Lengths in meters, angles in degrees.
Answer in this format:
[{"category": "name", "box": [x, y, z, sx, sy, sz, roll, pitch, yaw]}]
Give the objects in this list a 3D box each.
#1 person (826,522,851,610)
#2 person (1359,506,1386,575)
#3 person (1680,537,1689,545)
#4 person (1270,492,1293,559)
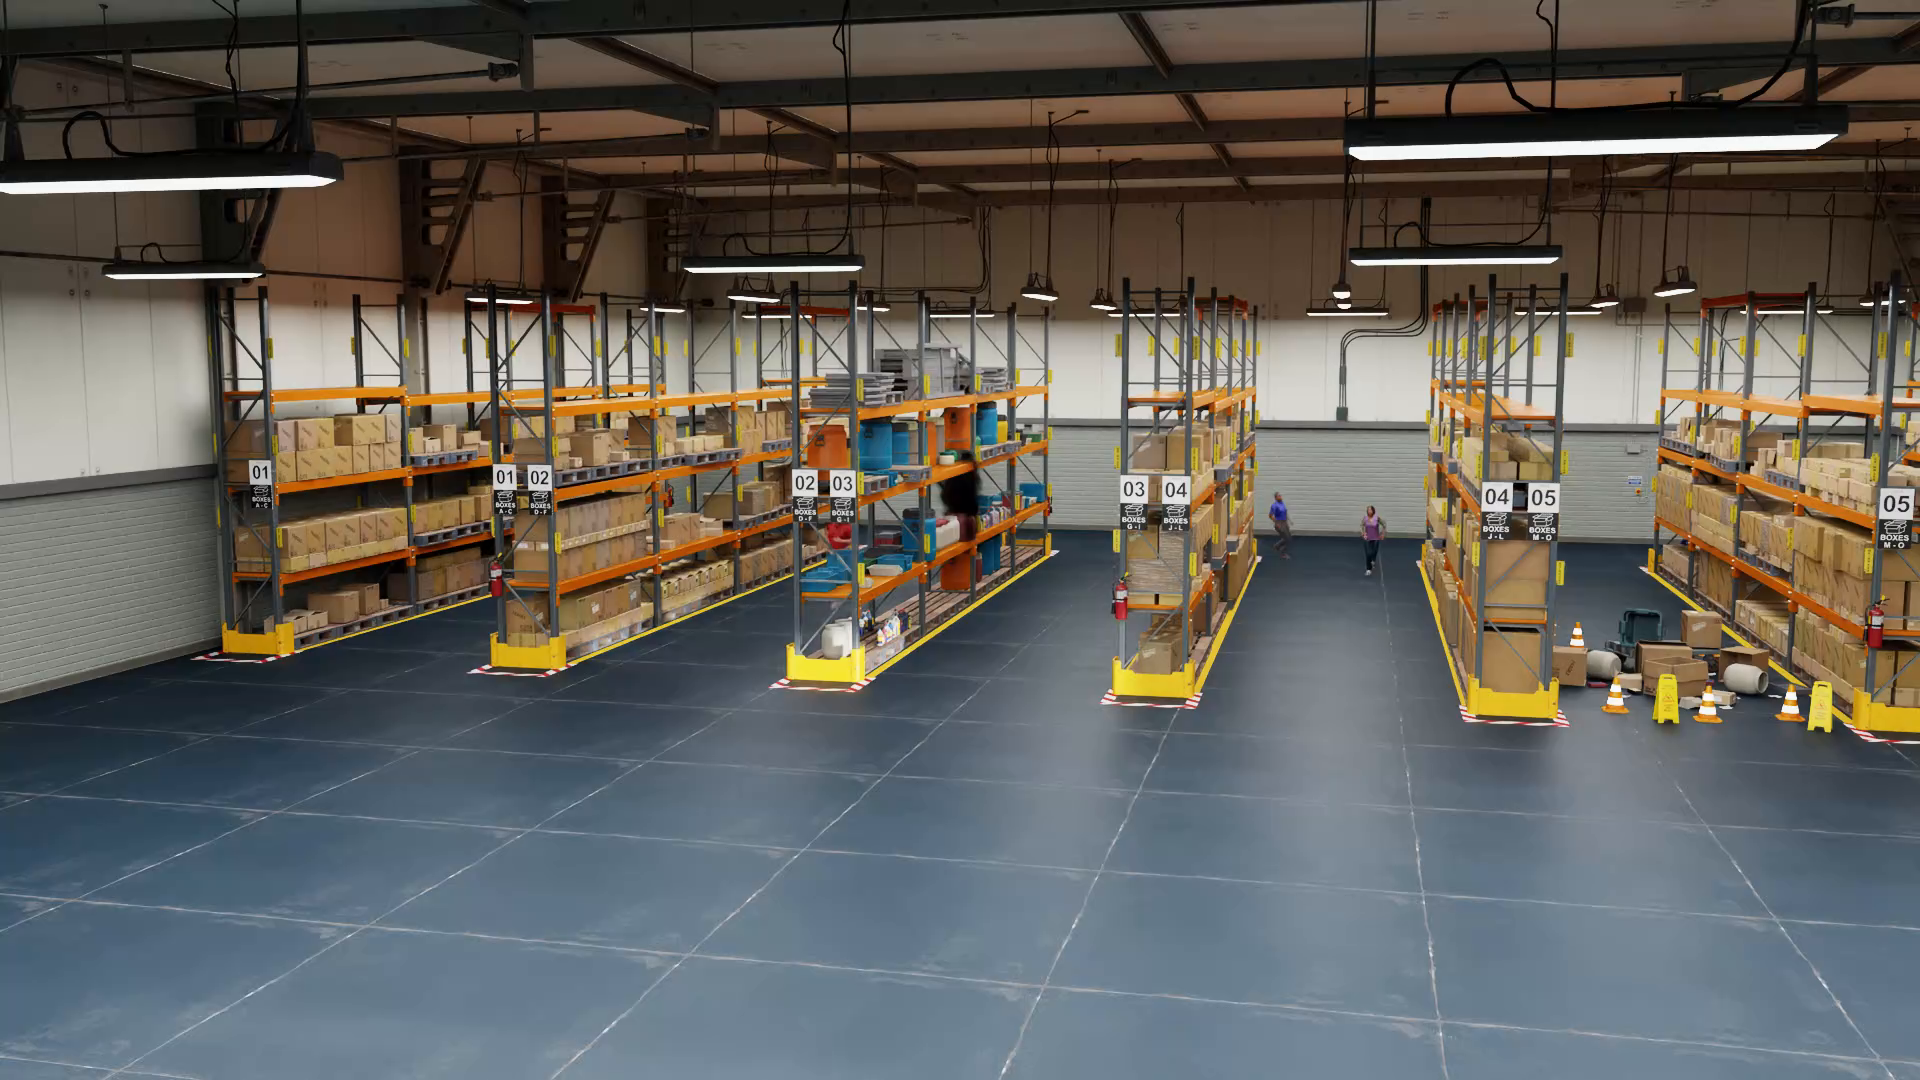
[{"category": "person", "box": [-2.235, 0.352, 30.958, 0.686, 1.859, 0.838, 2, 7, 18]}, {"category": "person", "box": [9.112, 0.016, 36.783, 0.578, 1.560, 0.614, 2, 7, 20]}, {"category": "person", "box": [16.792, -0.189, 38.117, 0.855, 1.647, 0.686, 6, 9, 42]}, {"category": "person", "box": [7.709, -0.349, 39.818, 0.500, 1.608, 0.631, 6, 9, 44]}]
